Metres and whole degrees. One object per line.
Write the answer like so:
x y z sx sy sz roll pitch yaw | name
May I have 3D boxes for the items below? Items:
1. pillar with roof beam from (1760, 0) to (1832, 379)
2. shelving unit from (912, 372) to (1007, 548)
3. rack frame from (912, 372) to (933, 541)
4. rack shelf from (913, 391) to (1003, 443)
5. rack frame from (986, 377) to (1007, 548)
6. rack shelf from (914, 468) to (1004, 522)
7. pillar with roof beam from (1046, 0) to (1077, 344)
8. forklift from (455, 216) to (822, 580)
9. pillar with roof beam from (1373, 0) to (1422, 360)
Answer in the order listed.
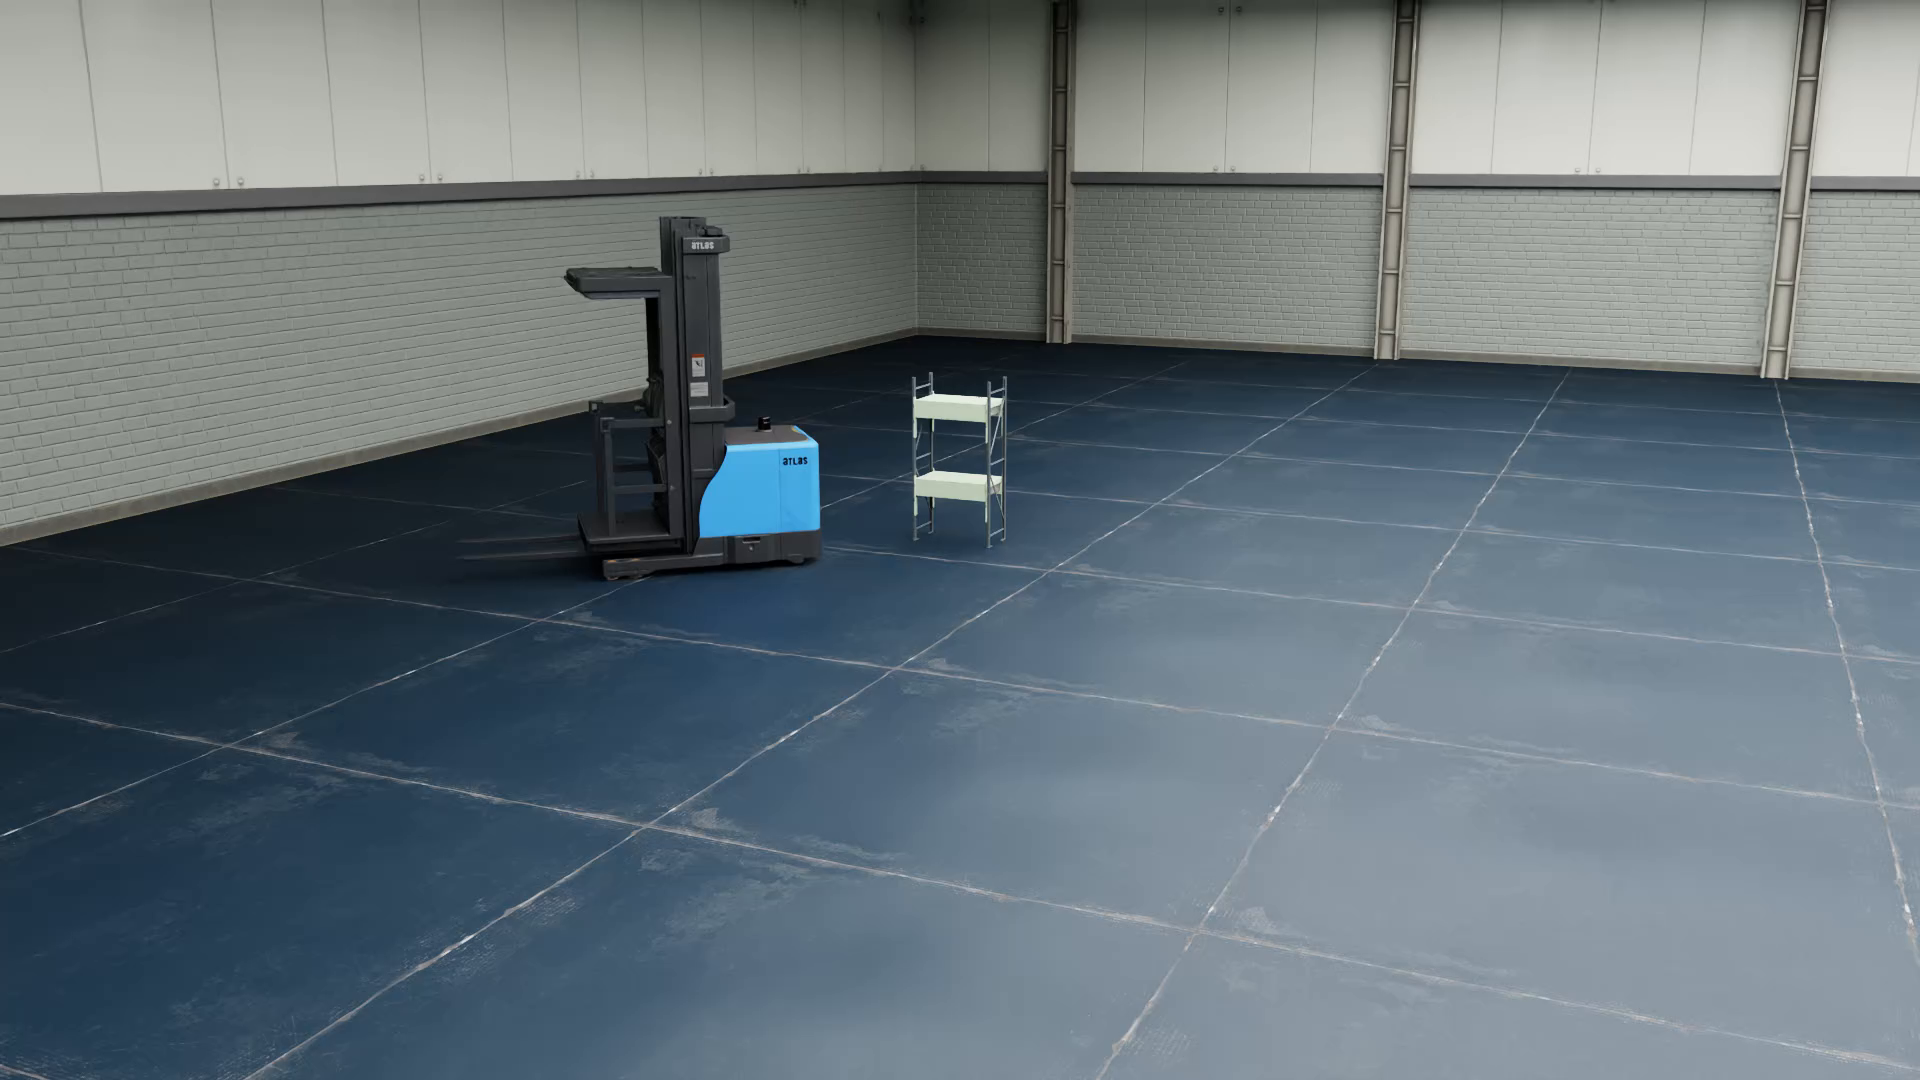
11.067 -6.045 21.313 0.400 9.000 9.100 6 14 23 | pillar with roof beam
-0.006 -0.731 15.081 0.755 1.500 0.431 6 14 23 | shelving unit
-0.341 -0.765 15.226 0.023 1.500 0.400 6 14 23 | rack frame
-0.006 -1.111 14.992 0.720 0.370 0.431 6 14 23 | rack shelf
0.329 -0.697 14.937 0.023 1.500 0.400 6 14 23 | rack frame
-0.006 -0.413 15.156 0.720 0.370 0.431 6 14 23 | rack shelf
0.096 -7.155 26.045 0.548 9.000 9.100 6 14 23 | pillar with roof beam
-2.770 -1.226 14.060 3.031 2.935 1.130 -4 14 -17 | forklift
5.582 -6.600 23.679 0.400 9.000 9.100 6 14 23 | pillar with roof beam
